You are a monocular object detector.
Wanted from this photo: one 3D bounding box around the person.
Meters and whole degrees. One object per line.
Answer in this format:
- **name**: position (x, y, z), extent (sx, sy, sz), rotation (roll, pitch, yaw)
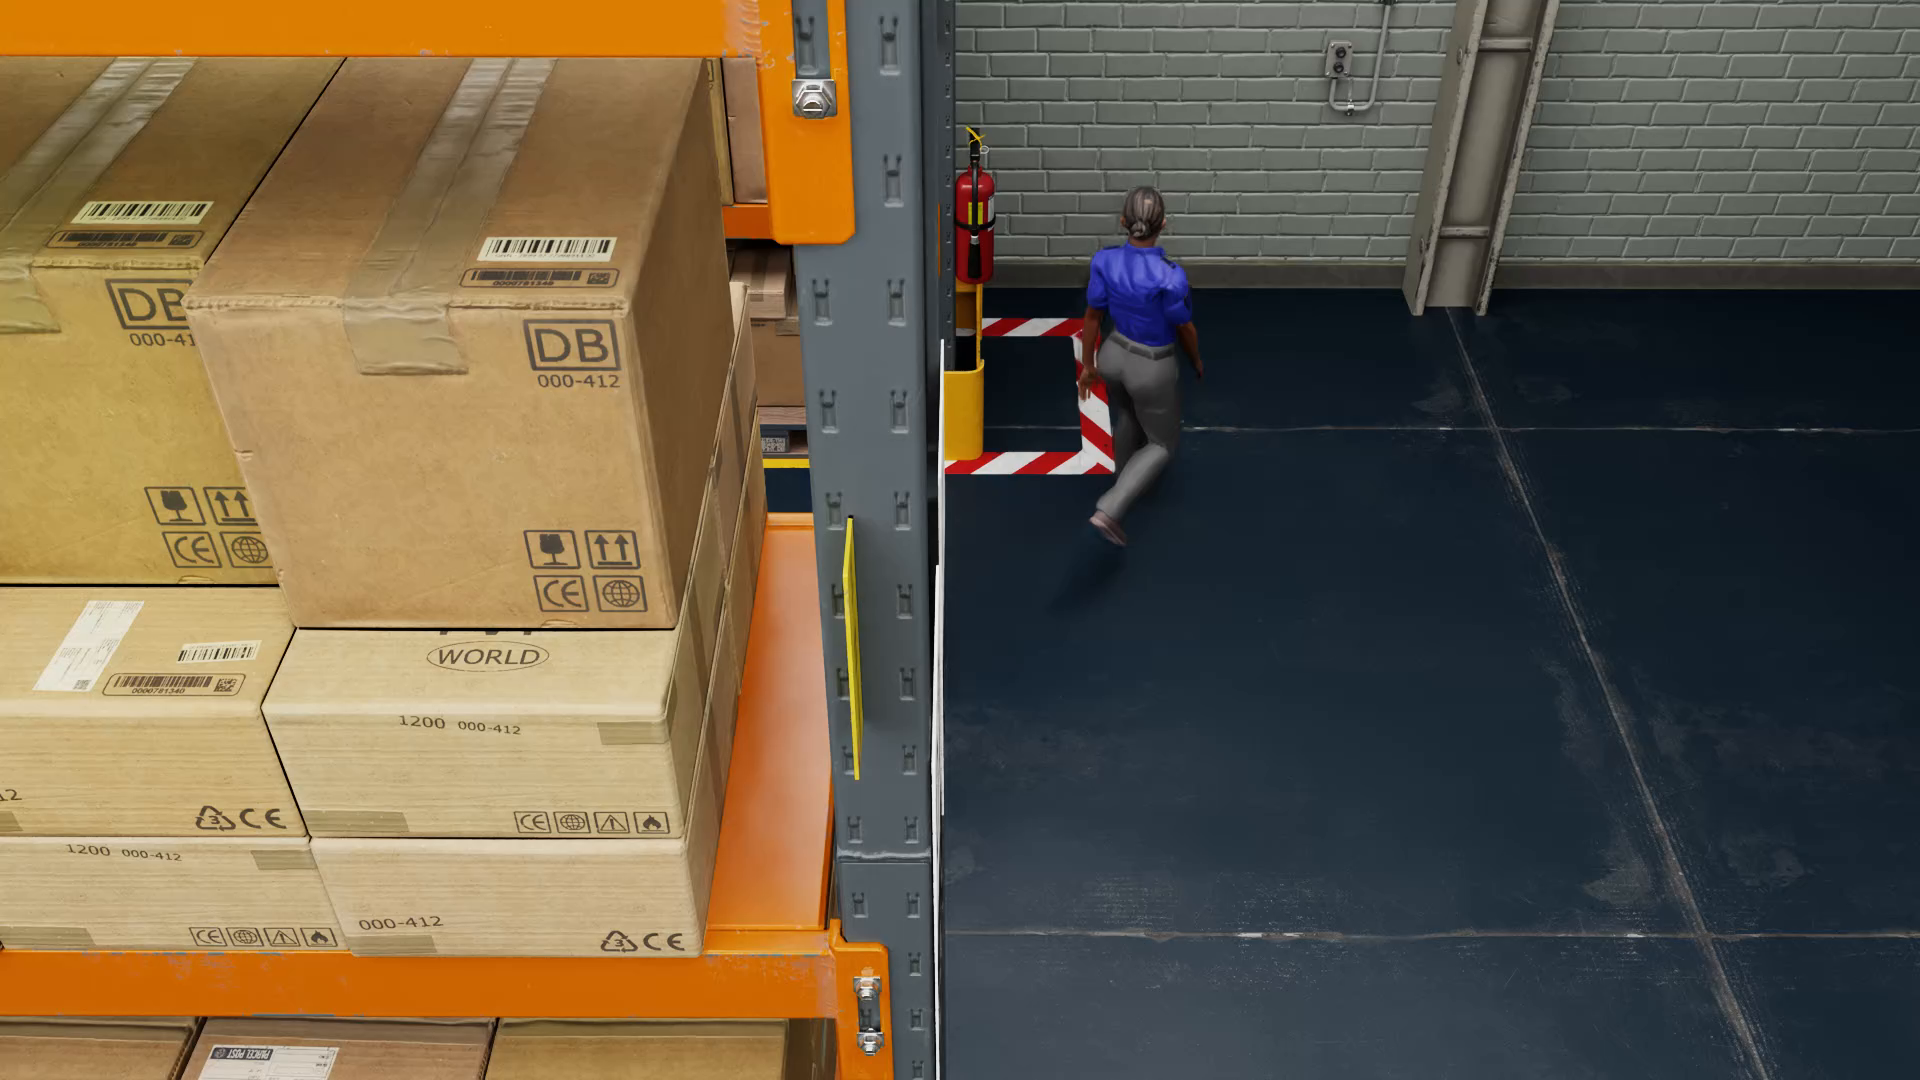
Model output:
- **person**: position (0.731, -0.723, 7.004), extent (0.447, 1.618, 0.783), rotation (28, 47, 29)
